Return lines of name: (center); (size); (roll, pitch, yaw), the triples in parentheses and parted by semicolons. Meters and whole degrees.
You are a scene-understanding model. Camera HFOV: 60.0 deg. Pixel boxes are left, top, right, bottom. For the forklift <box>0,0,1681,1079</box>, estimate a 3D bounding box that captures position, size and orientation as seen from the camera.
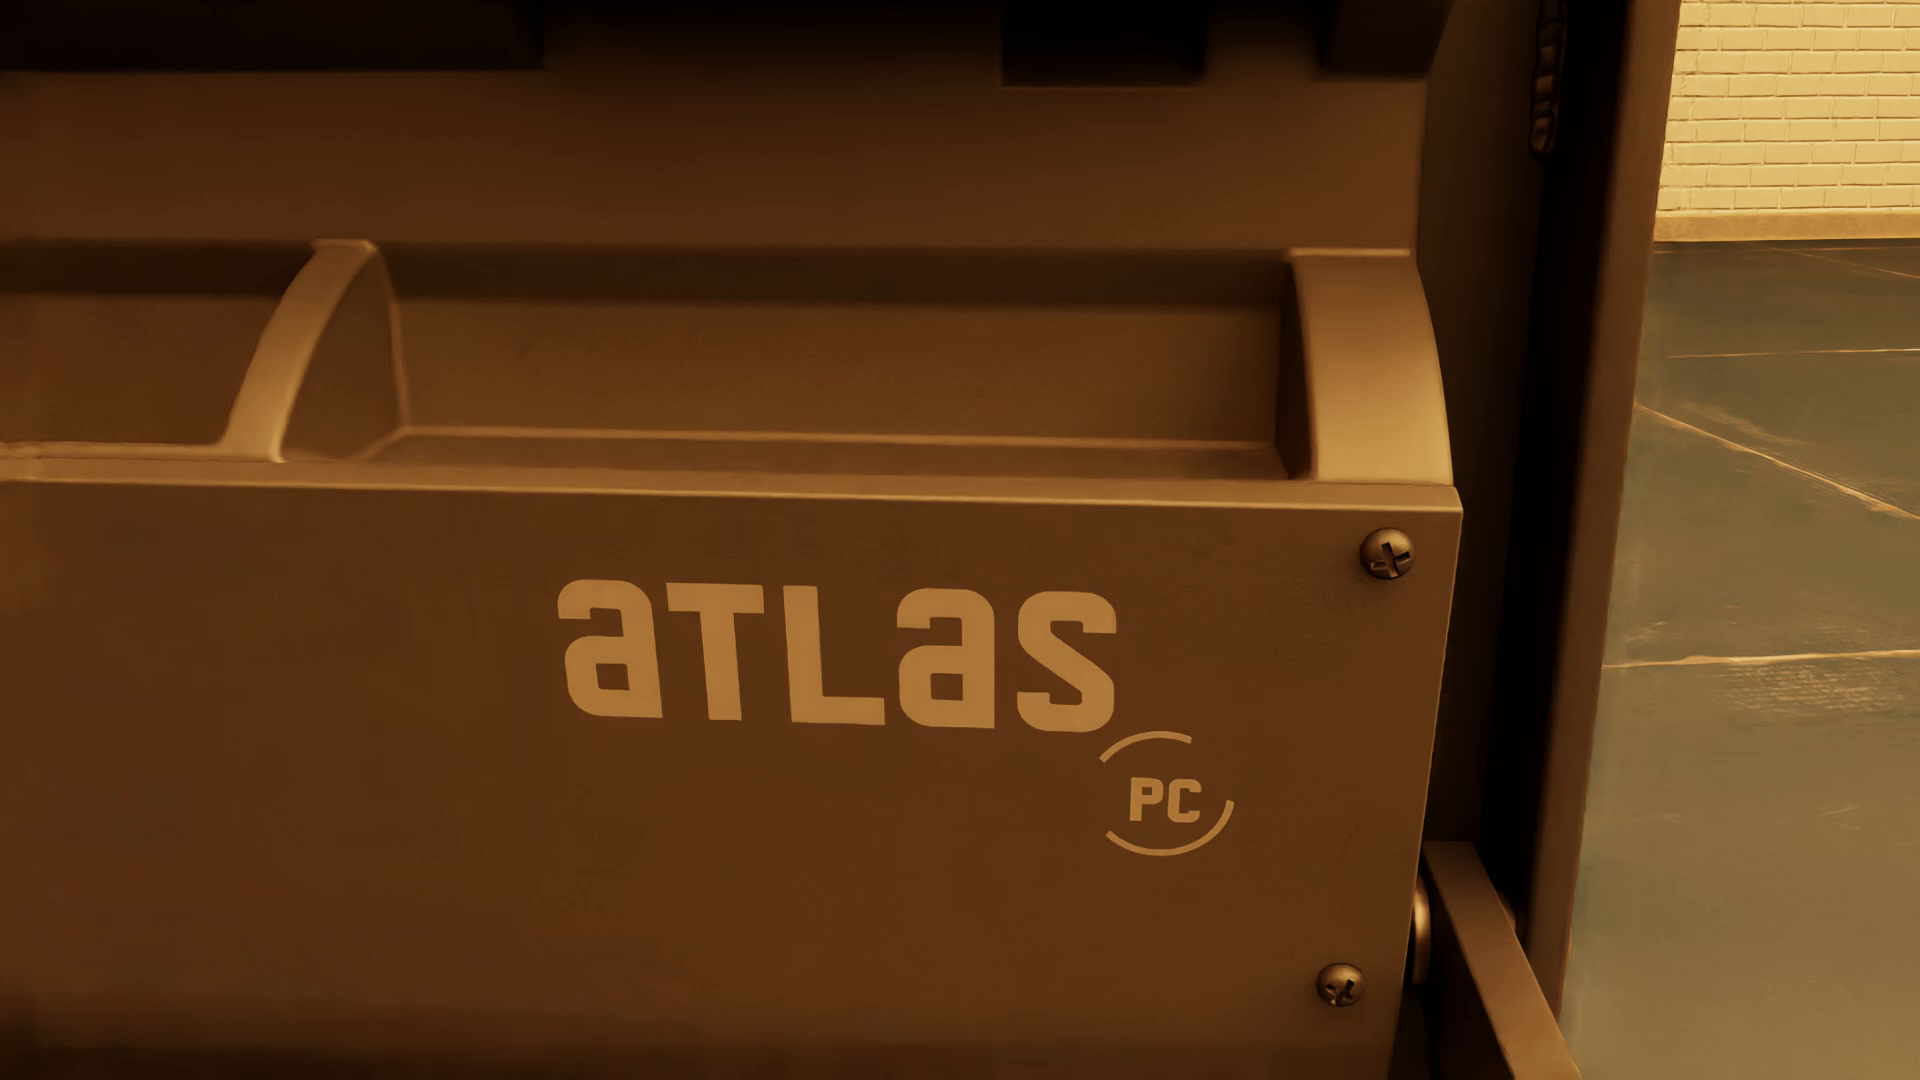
forklift: (-0.288, -0.448, 0.374); (1.130, 2.935, 3.031); (1, 17, 4)
